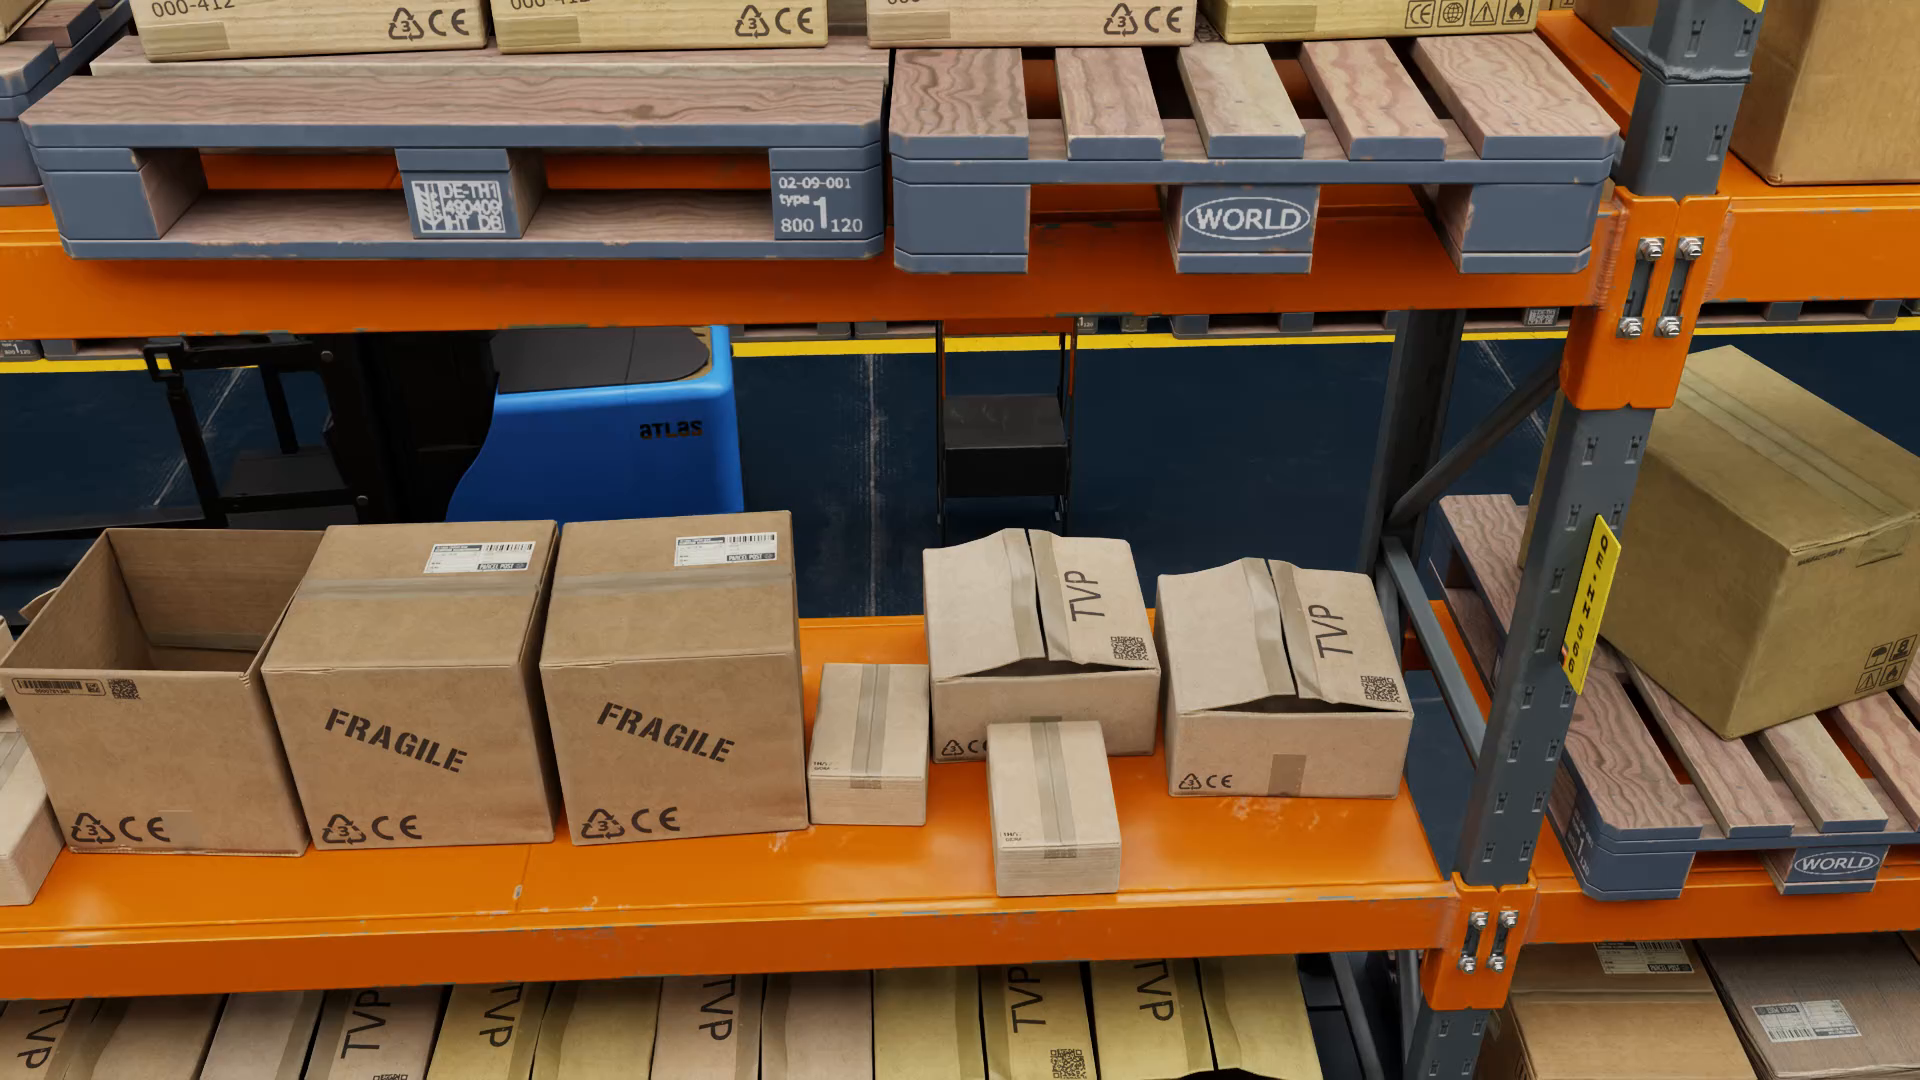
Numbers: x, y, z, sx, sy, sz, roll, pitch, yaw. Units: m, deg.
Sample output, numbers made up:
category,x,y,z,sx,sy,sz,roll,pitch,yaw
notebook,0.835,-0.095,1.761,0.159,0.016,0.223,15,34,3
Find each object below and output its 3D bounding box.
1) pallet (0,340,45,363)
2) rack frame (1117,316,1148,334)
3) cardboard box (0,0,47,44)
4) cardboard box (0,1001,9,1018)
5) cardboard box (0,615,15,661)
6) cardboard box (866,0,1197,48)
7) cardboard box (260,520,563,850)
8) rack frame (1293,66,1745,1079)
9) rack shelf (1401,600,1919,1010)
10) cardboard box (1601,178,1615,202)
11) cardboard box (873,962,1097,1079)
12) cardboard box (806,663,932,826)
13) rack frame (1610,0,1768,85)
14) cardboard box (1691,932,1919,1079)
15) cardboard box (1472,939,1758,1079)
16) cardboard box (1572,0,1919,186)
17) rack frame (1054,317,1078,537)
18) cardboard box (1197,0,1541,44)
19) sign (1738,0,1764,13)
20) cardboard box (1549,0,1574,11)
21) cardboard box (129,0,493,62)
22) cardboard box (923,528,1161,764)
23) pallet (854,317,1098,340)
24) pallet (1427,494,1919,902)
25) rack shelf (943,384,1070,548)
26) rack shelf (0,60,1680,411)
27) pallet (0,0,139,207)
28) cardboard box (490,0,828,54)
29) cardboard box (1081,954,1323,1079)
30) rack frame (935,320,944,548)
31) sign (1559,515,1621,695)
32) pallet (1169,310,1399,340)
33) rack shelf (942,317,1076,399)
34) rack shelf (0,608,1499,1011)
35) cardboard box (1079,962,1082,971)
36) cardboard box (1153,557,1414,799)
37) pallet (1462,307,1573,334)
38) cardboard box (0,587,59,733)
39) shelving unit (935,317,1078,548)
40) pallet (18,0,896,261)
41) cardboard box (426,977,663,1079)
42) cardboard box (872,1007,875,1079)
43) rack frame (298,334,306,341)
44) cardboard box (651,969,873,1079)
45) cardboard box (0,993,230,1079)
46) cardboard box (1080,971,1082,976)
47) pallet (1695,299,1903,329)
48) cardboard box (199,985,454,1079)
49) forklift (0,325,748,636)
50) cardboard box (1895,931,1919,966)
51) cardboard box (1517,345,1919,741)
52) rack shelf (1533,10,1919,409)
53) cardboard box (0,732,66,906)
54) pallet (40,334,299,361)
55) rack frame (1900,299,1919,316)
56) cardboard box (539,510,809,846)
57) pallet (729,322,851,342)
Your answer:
category,x,y,z,sx,sy,sz,roll,pitch,yaw
pallet,-5.047,-1.211,8.314,1.213,0.211,1.003,-2,35,-2
rack frame,0.839,-2.538,7.781,0.127,3.000,1.000,-2,35,-2
cardboard box,-1.754,-0.986,2.666,0.500,0.250,0.500,-5,35,-7
cardboard box,-2.494,1.244,3.872,0.500,0.311,0.500,-1,35,-2
cardboard box,-2.429,0.409,3.654,0.500,0.250,0.500,1,35,1
cardboard box,0.104,-0.998,2.683,0.500,0.250,0.500,-1,35,-1
cardboard box,-1.124,0.306,3.585,0.500,0.500,0.500,-1,35,-2
rack frame,1.077,0.278,3.712,0.127,3.000,1.000,-2,35,-2
rack shelf,3.075,0.520,3.995,4.000,0.370,1.077,-2,35,-2
cardboard box,3.304,-1.817,8.260,0.750,0.750,0.750,-1,35,-1
cardboard box,0.047,1.177,3.968,0.500,0.311,0.500,-2,35,-3
cardboard box,-0.194,0.448,3.688,0.250,0.149,0.380,1,35,1
rack frame,1.077,-2.189,2.005,0.127,3.000,1.000,-2,35,-2
cardboard box,2.068,1.258,4.107,0.500,0.500,0.500,-3,35,-4
cardboard box,1.545,1.275,4.082,0.500,0.500,0.500,0,35,0
cardboard box,1.511,-1.027,2.875,0.500,0.500,0.910,-2,35,-2
rack frame,0.409,-0.874,6.168,0.015,2.100,0.400,-2,35,-2
cardboard box,0.627,-1.022,2.718,0.500,0.250,0.500,-4,35,-6
sign,1.095,-0.885,2.233,0.005,0.325,0.100,-2,35,-2
cardboard box,2.875,-2.617,7.529,0.500,0.500,0.500,-1,35,-1
cardboard box,-1.006,-0.975,2.650,0.500,0.250,0.500,-4,35,-6
cardboard box,0.175,0.229,3.862,0.500,0.311,0.500,-2,35,-3
pallet,0.058,-1.371,8.545,1.213,0.211,1.003,-2,35,-2
pallet,1.751,0.299,3.851,1.003,0.211,1.213,-2,35,-2
rack shelf,0.165,-0.281,6.565,0.480,0.518,0.431,-2,35,-2
rack shelf,-0.921,-0.606,2.986,4.000,0.370,1.077,-2,35,-2
pallet,-2.038,-0.800,2.802,1.217,0.209,0.805,-3,35,-4
cardboard box,-0.468,-0.989,2.670,0.500,0.250,0.500,-2,35,-3
cardboard box,0.566,1.159,3.993,0.500,0.311,0.500,-1,35,-1
rack frame,-0.078,-0.861,6.149,0.015,2.100,0.400,-2,35,-2
sign,1.107,0.117,2.927,0.005,0.325,0.100,-2,35,-2
pallet,1.630,-1.369,8.543,1.213,0.211,1.003,-2,35,-2
rack shelf,0.165,-0.857,6.167,0.480,0.518,0.431,-2,35,-2
rack shelf,-0.921,0.628,3.839,4.000,0.370,1.077,-2,35,-2
cardboard box,0.540,0.853,4.437,0.500,0.311,0.500,0,35,-1
cardboard box,0.712,0.300,3.759,0.500,0.311,0.500,1,35,1
pallet,2.846,-1.401,8.588,1.213,0.211,1.003,-2,35,-2
cardboard box,-2.049,0.313,3.780,0.258,0.266,0.396,-2,35,-3
shelving unit,0.165,-0.868,6.159,0.503,2.100,0.431,-2,35,-2
pallet,-0.713,-0.777,2.767,1.213,0.211,1.003,0,35,0
cardboard box,-0.958,1.201,3.932,0.500,0.311,0.500,-1,35,-1
cardboard box,-0.454,1.417,4.114,0.500,0.250,0.500,-1,35,-1
rack frame,-3.157,-2.430,7.625,0.127,3.000,1.000,-2,35,-2
cardboard box,-0.458,1.189,3.950,0.500,0.311,0.500,-2,35,-3
cardboard box,-1.993,1.233,3.887,0.500,0.311,0.500,-2,35,-3
cardboard box,0.540,1.083,4.596,0.500,0.250,0.500,-2,35,-2
pallet,4.067,-1.435,8.638,1.213,0.211,1.003,-2,35,-2
cardboard box,-1.477,1.218,3.908,0.500,0.311,0.500,-3,35,-4
forklift,-2.331,-1.006,5.628,3.031,2.935,1.130,-5,35,-7
cardboard box,2.569,1.247,4.122,0.500,0.500,0.500,-2,35,-3
cardboard box,1.701,-0.017,3.682,0.500,0.500,0.700,-13,37,-18
rack shelf,3.075,-0.713,3.141,4.000,0.370,1.077,-2,35,-2
cardboard box,-2.024,0.581,3.495,0.250,0.149,0.380,-2,35,-2
pallet,-3.826,-1.245,8.364,1.213,0.211,1.003,-2,35,-2
rack frame,4.834,-2.645,7.937,0.127,3.000,1.000,-2,35,-2
cardboard box,-0.598,0.291,3.605,0.500,0.500,0.500,-3,35,-5
pallet,-1.157,-1.340,8.500,1.213,0.211,1.003,-2,35,-2
